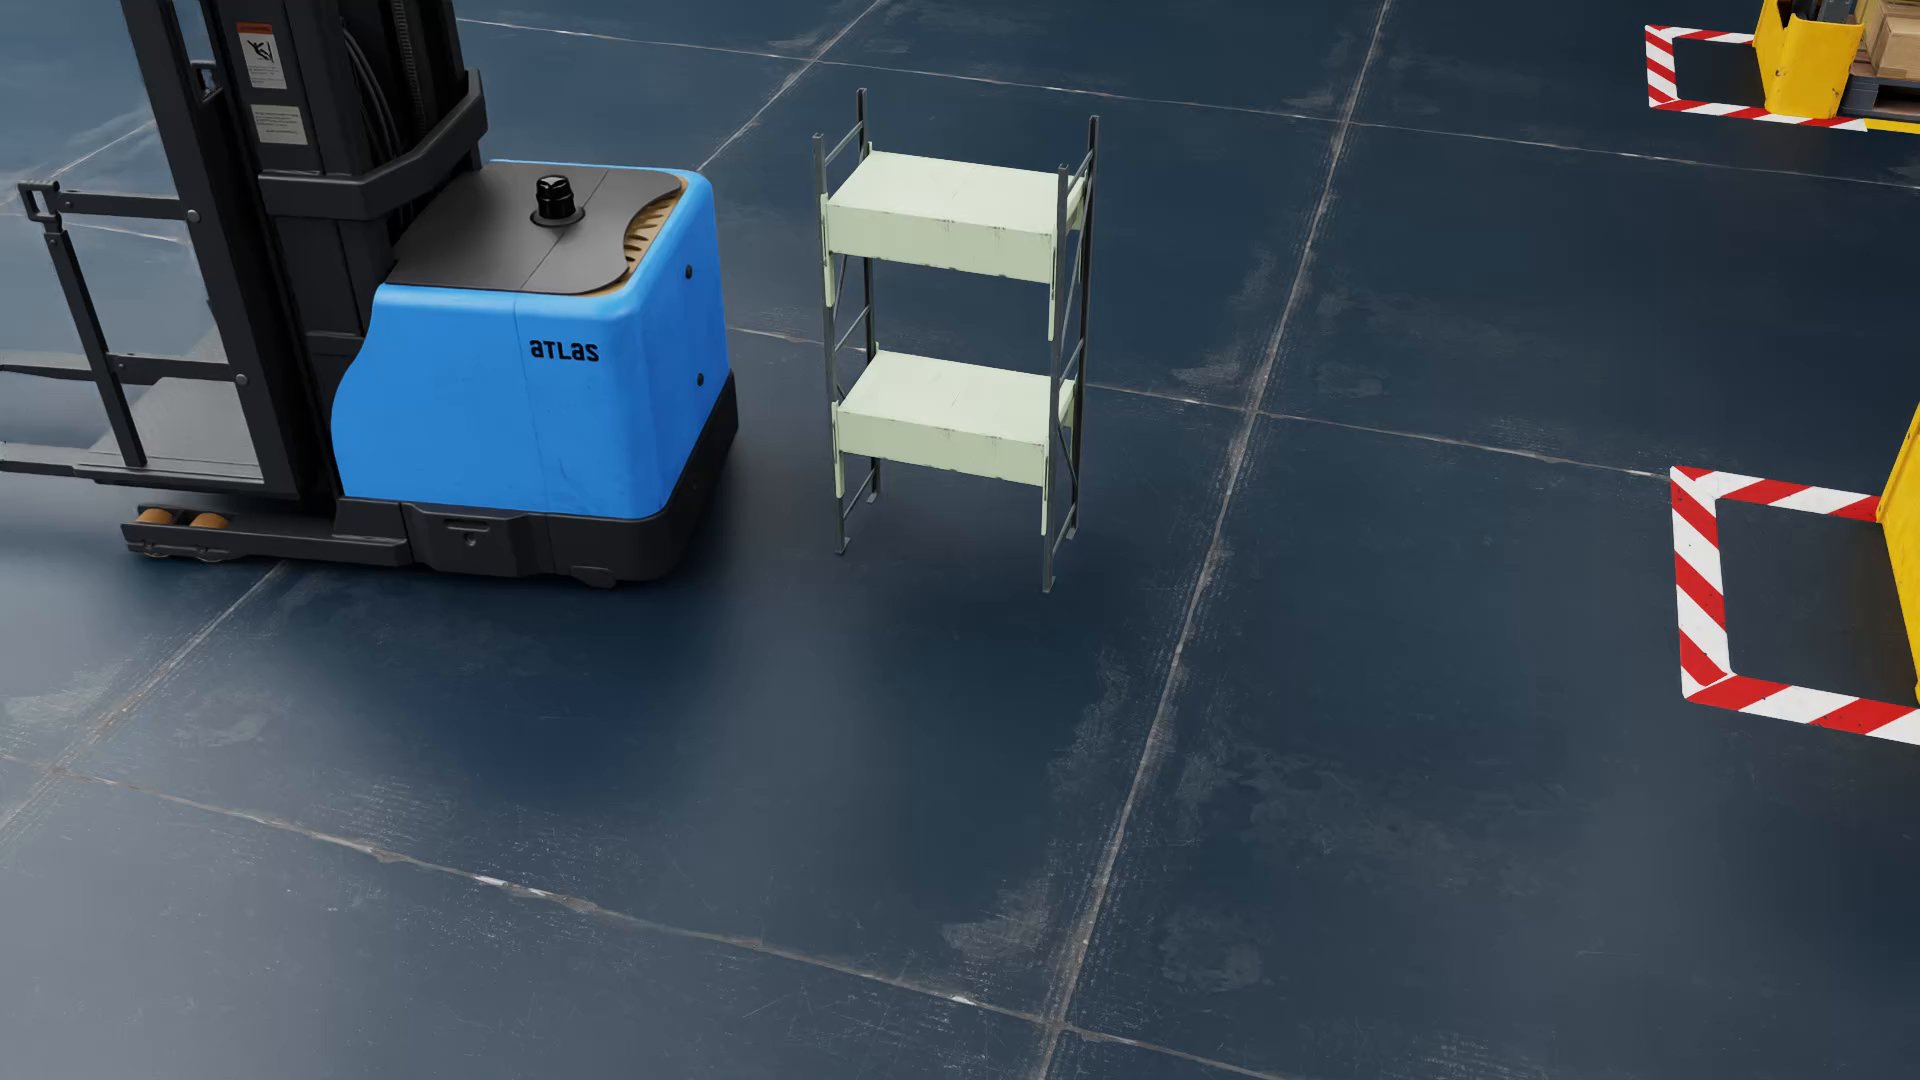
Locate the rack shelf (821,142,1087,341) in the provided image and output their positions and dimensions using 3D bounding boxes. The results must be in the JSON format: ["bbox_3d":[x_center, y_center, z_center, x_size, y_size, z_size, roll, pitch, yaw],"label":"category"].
[{"bbox_3d":[-0.006,-0.919,5.076,0.720,0.370,0.431,10,38,14],"label":"rack shelf"}]

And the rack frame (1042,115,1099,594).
[{"bbox_3d":[0.343,-0.541,5.219,0.023,1.500,0.400,10,38,14],"label":"rack frame"}]

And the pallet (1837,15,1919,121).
[{"bbox_3d":[5.384,-2.533,9.014,1.213,0.211,1.003,10,38,14],"label":"pallet"}]

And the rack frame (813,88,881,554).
[{"bbox_3d":[-0.356,-0.670,5.395,0.023,1.500,0.400,10,38,14],"label":"rack frame"}]

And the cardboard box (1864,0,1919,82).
[{"bbox_3d":[5.087,-2.609,8.730,0.500,0.250,0.500,10,38,14],"label":"cardboard box"}]

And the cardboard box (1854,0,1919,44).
[{"bbox_3d":[5.242,-2.902,9.128,0.500,0.250,0.500,10,38,14],"label":"cardboard box"}]

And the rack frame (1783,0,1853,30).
[{"bbox_3d":[4.642,-3.768,8.339,0.127,3.000,1.000,10,38,14],"label":"rack frame"}]

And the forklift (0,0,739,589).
[{"bbox_3d":[-2.383,-1.409,5.191,3.031,2.935,1.130,5,37,6],"label":"forklift"}]

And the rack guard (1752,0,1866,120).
[{"bbox_3d":[4.619,-2.765,9.086,0.348,0.500,1.175,10,38,14],"label":"rack guard"}]

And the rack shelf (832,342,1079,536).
[{"bbox_3d":[-0.006,-0.343,5.500,0.720,0.370,0.431,10,38,14],"label":"rack shelf"}]

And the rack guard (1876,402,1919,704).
[{"bbox_3d":[3.248,0.028,5.291,0.348,0.500,1.175,10,38,14],"label":"rack guard"}]

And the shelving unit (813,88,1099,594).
[{"bbox_3d":[-0.006,-0.605,5.307,0.755,1.500,0.431,10,38,14],"label":"shelving unit"}]
